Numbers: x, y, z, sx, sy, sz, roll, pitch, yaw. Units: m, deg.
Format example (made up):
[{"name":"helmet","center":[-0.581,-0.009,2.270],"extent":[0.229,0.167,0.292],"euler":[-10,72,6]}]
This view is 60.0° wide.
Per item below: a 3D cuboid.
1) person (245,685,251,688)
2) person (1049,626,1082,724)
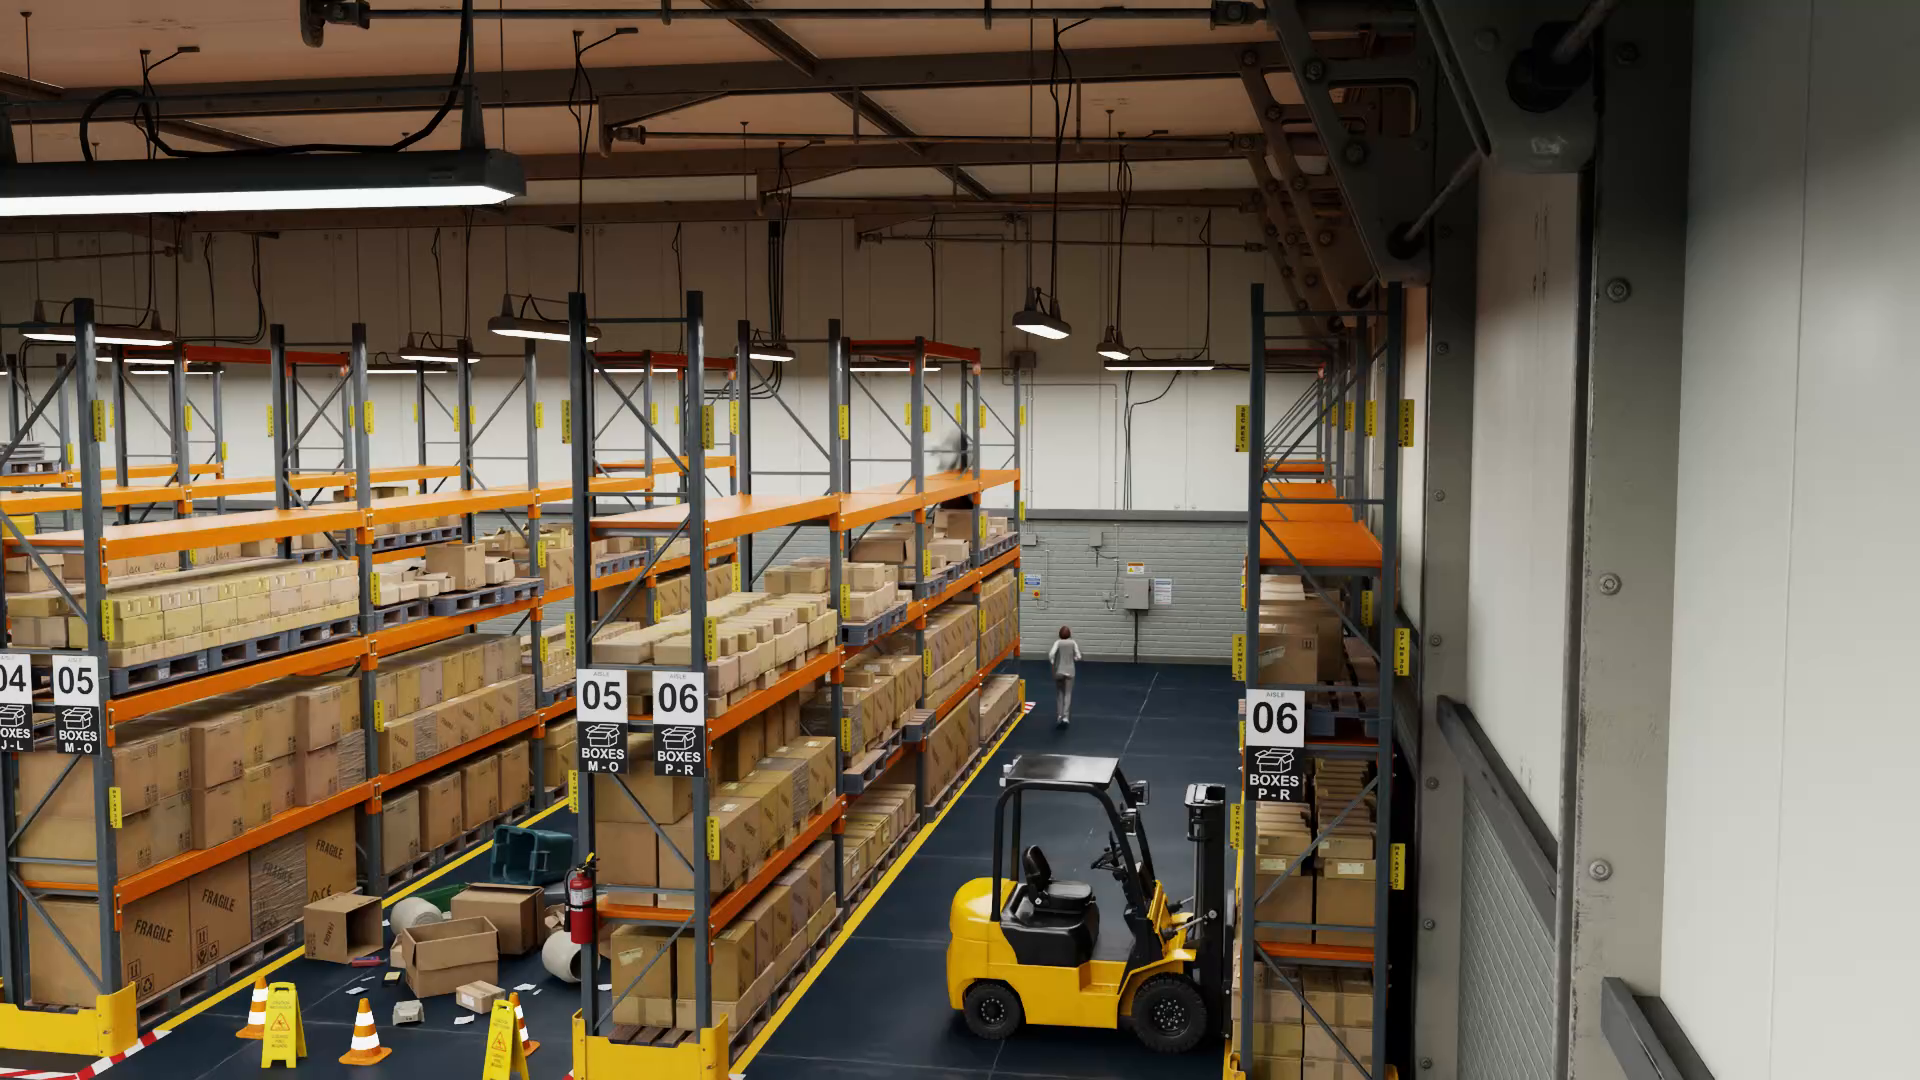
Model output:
[{"name":"person","center":[-8.897,2.614,20.999],"extent":[0.656,1.743,0.603],"euler":[0,5,1]},{"name":"person","center":[1.706,2.210,26.914],"extent":[0.520,1.641,0.722],"euler":[1,5,6]}]
